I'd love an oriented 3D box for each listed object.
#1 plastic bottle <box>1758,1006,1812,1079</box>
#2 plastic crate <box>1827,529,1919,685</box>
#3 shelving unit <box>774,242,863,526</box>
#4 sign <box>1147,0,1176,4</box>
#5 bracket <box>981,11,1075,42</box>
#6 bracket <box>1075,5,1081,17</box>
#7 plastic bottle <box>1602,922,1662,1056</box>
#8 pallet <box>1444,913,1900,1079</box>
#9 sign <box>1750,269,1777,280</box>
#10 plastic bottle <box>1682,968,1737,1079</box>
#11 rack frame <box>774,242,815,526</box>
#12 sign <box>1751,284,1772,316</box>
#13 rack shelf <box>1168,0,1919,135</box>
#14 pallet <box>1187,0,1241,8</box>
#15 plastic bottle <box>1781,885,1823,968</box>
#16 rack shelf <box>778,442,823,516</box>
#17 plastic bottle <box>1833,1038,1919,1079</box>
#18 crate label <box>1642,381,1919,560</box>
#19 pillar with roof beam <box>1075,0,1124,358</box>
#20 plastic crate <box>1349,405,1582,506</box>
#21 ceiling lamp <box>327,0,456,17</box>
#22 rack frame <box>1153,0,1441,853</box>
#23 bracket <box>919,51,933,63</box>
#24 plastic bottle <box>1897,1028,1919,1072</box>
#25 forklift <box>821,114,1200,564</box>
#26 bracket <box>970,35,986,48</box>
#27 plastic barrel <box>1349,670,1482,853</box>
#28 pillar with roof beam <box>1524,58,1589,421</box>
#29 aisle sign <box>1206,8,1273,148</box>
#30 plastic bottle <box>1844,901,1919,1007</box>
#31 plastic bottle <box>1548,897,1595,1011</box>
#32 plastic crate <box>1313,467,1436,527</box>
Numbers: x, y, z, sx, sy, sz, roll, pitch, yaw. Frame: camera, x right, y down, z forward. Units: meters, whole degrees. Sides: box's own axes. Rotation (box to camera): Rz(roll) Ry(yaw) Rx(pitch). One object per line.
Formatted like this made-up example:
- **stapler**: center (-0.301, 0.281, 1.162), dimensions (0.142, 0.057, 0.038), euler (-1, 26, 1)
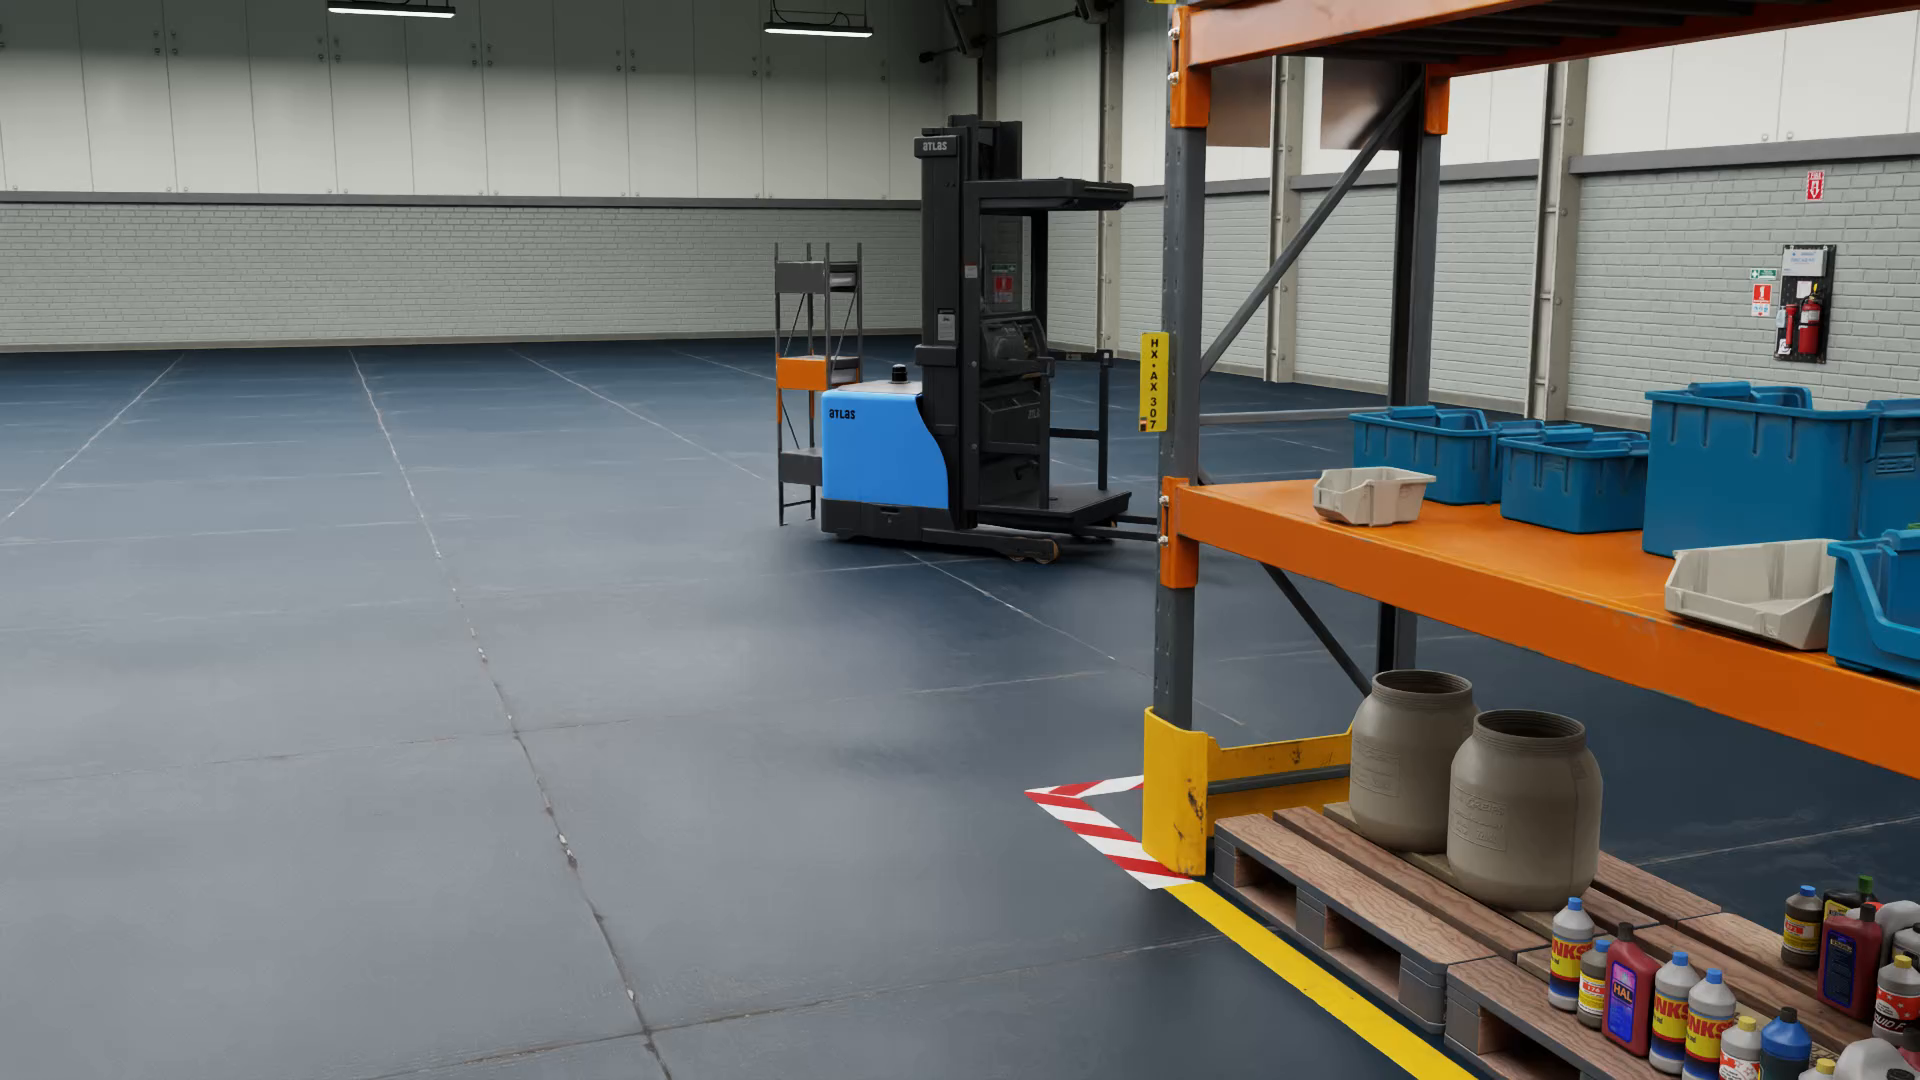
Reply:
- **plastic bottle**: center (1.756, 1.128, 3.546), dimensions (0.097, 0.271, 0.097), euler (0, 10, 0)
- **plastic crate**: center (1.951, 0.143, 2.973), dimensions (0.499, 0.251, 0.616), euler (-4, 11, -21)
- **shelving unit**: center (-1.042, -1.142, 12.345), dimensions (0.503, 2.100, 0.431), euler (7, 12, 35)
- **sign**: center (0.641, -1.866, 5.257), dimensions (0.100, 0.325, 0.005), euler (-4, 11, -21)
- **bracket**: center (1.331, -10.100, 32.730), dimensions (0.076, 0.066, 4.783), euler (-4, 11, -21)
- **bracket**: center (2.271, -9.677, 30.350), dimensions (0.235, 0.232, 0.430), euler (-4, 11, -21)
- **plastic bottle**: center (1.587, 1.055, 3.923), dimensions (0.061, 0.283, 0.133), euler (-4, 11, -20)
- **pallet**: center (1.955, 1.295, 4.038), dimensions (1.003, 0.211, 1.213), euler (-4, 11, -21)
- **sign**: center (8.304, -2.748, 17.187), dimensions (0.001, 0.109, 0.331), euler (-4, 11, -21)
- **plastic bottle**: center (1.683, 1.095, 3.731), dimensions (0.097, 0.271, 0.097), euler (0, 10, 0)
- **rack frame**: center (-1.240, -1.167, 12.485), dimensions (0.015, 2.100, 0.400), euler (7, 12, 35)
- **sign**: center (8.311, -2.488, 17.241), dimensions (0.001, 0.329, 0.234), euler (-4, 11, -21)
- **rack shelf**: center (1.881, -1.215, 3.677), dimensions (1.077, 0.370, 4.000), euler (-4, 11, -21)
- **pallet**: center (1.364, -1.662, 4.672), dimensions (1.003, 0.211, 1.213), euler (-4, 11, -21)
- **plastic bottle**: center (2.230, 1.014, 4.390), dimensions (0.097, 0.201, 0.097), euler (0, 10, 0)
- **rack shelf**: center (-1.042, -0.440, 12.470), dimensions (0.480, 0.518, 0.431), euler (7, 12, 35)
- **plastic bottle**: center (1.861, 1.160, 3.353), dimensions (0.152, 0.276, 0.135), euler (-4, 11, -20)
- **crate label**: center (2.075, -0.153, 4.117), dimensions (0.502, 0.435, 0.616), euler (-4, 11, -21)
- **pillar with roof beam**: center (-1.260, -7.587, 28.875), dimensions (9.100, 9.000, 0.548), euler (-4, 11, -21)
- **plastic crate**: center (1.616, -0.283, 5.373), dimensions (0.499, 0.251, 0.616), euler (-4, 11, -21)
- **ceiling lamp**: center (-9.486, -10.302, 27.471), dimensions (2.000, 3.185, 0.800), euler (-4, 11, -21)
- **rack frame**: center (1.156, -0.419, 5.712), dimensions (1.000, 3.000, 0.127), euler (-4, 11, -21)
- **bracket**: center (-0.762, -11.043, 38.030), dimensions (0.235, 0.232, 0.430), euler (-4, 11, -21)
- **plastic bottle**: center (1.961, 1.150, 3.391), dimensions (0.061, 0.283, 0.133), euler (-4, 11, -21)
- **forklift**: center (0.553, -1.392, 11.377), dimensions (3.031, 2.935, 1.130), euler (5, 11, 27)
- **bracket**: center (0.398, -10.521, 35.094), dimensions (0.235, 0.232, 0.430), euler (-4, 11, -21)
- **plastic barrel**: center (1.465, 0.701, 5.317), dimensions (0.421, 0.512, 0.421), euler (0, 10, 0)
- **pillar with roof beam**: center (3.088, -5.628, 17.863), dimensions (9.100, 9.000, 0.400), euler (-4, 11, -21)
- **aisle sign**: center (0.857, -1.692, 5.446), dimensions (0.394, 0.787, 0.004), euler (-4, 11, -21)
- **plastic bottle**: center (2.296, 1.020, 4.142), dimensions (0.152, 0.276, 0.135), euler (-4, 11, -20)
- **plastic bottle**: center (1.522, 1.023, 4.138), dimensions (0.097, 0.271, 0.097), euler (0, 10, 0)
- **plastic crate**: center (1.180, -0.123, 4.799), dimensions (0.298, 0.136, 0.250), euler (-4, 11, -21)
